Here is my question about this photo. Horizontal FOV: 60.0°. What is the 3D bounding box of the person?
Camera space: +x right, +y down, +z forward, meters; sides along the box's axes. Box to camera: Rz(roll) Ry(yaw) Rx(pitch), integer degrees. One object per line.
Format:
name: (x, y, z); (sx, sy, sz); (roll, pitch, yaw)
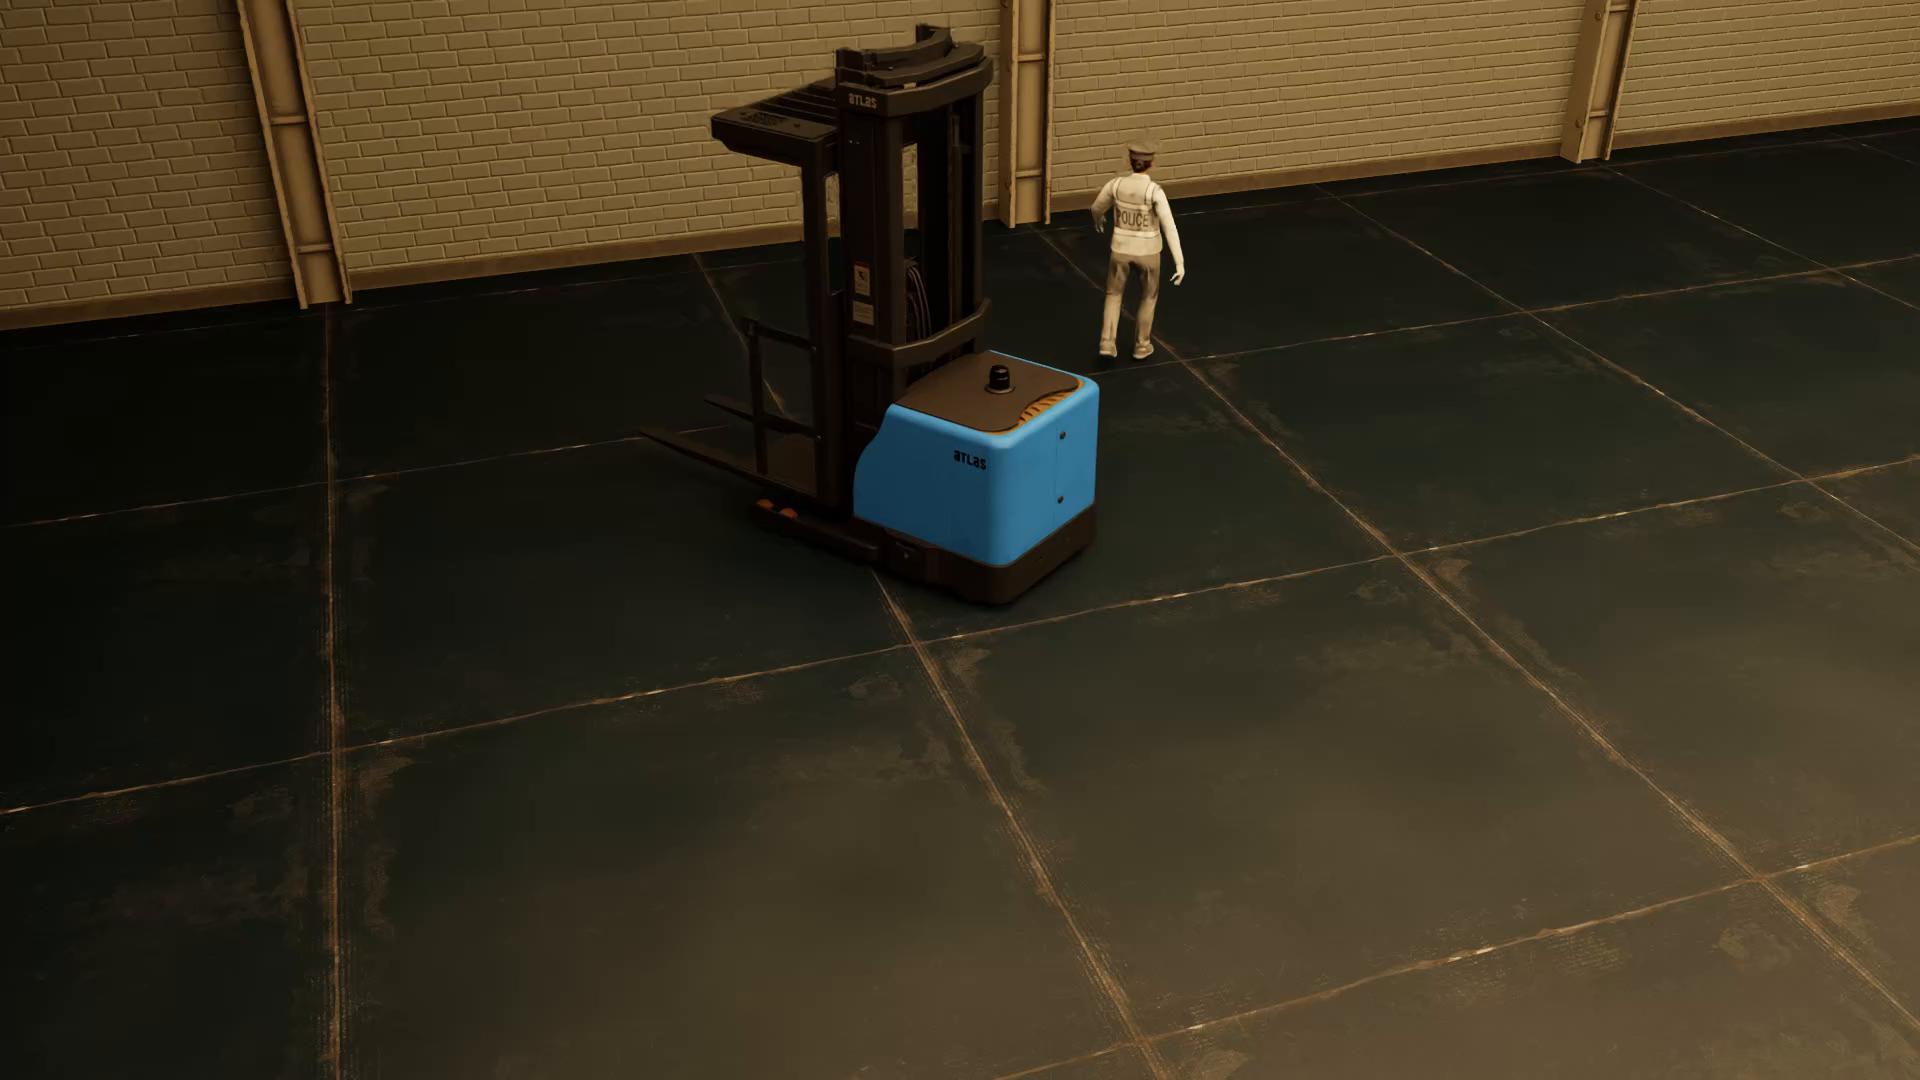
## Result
person: (1.267, -2.047, 11.942); (0.787, 1.652, 0.653); (11, 32, 18)

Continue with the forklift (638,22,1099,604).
forklift: (-0.683, -1.486, 9.670); (3.031, 2.935, 1.130); (20, 35, 31)
